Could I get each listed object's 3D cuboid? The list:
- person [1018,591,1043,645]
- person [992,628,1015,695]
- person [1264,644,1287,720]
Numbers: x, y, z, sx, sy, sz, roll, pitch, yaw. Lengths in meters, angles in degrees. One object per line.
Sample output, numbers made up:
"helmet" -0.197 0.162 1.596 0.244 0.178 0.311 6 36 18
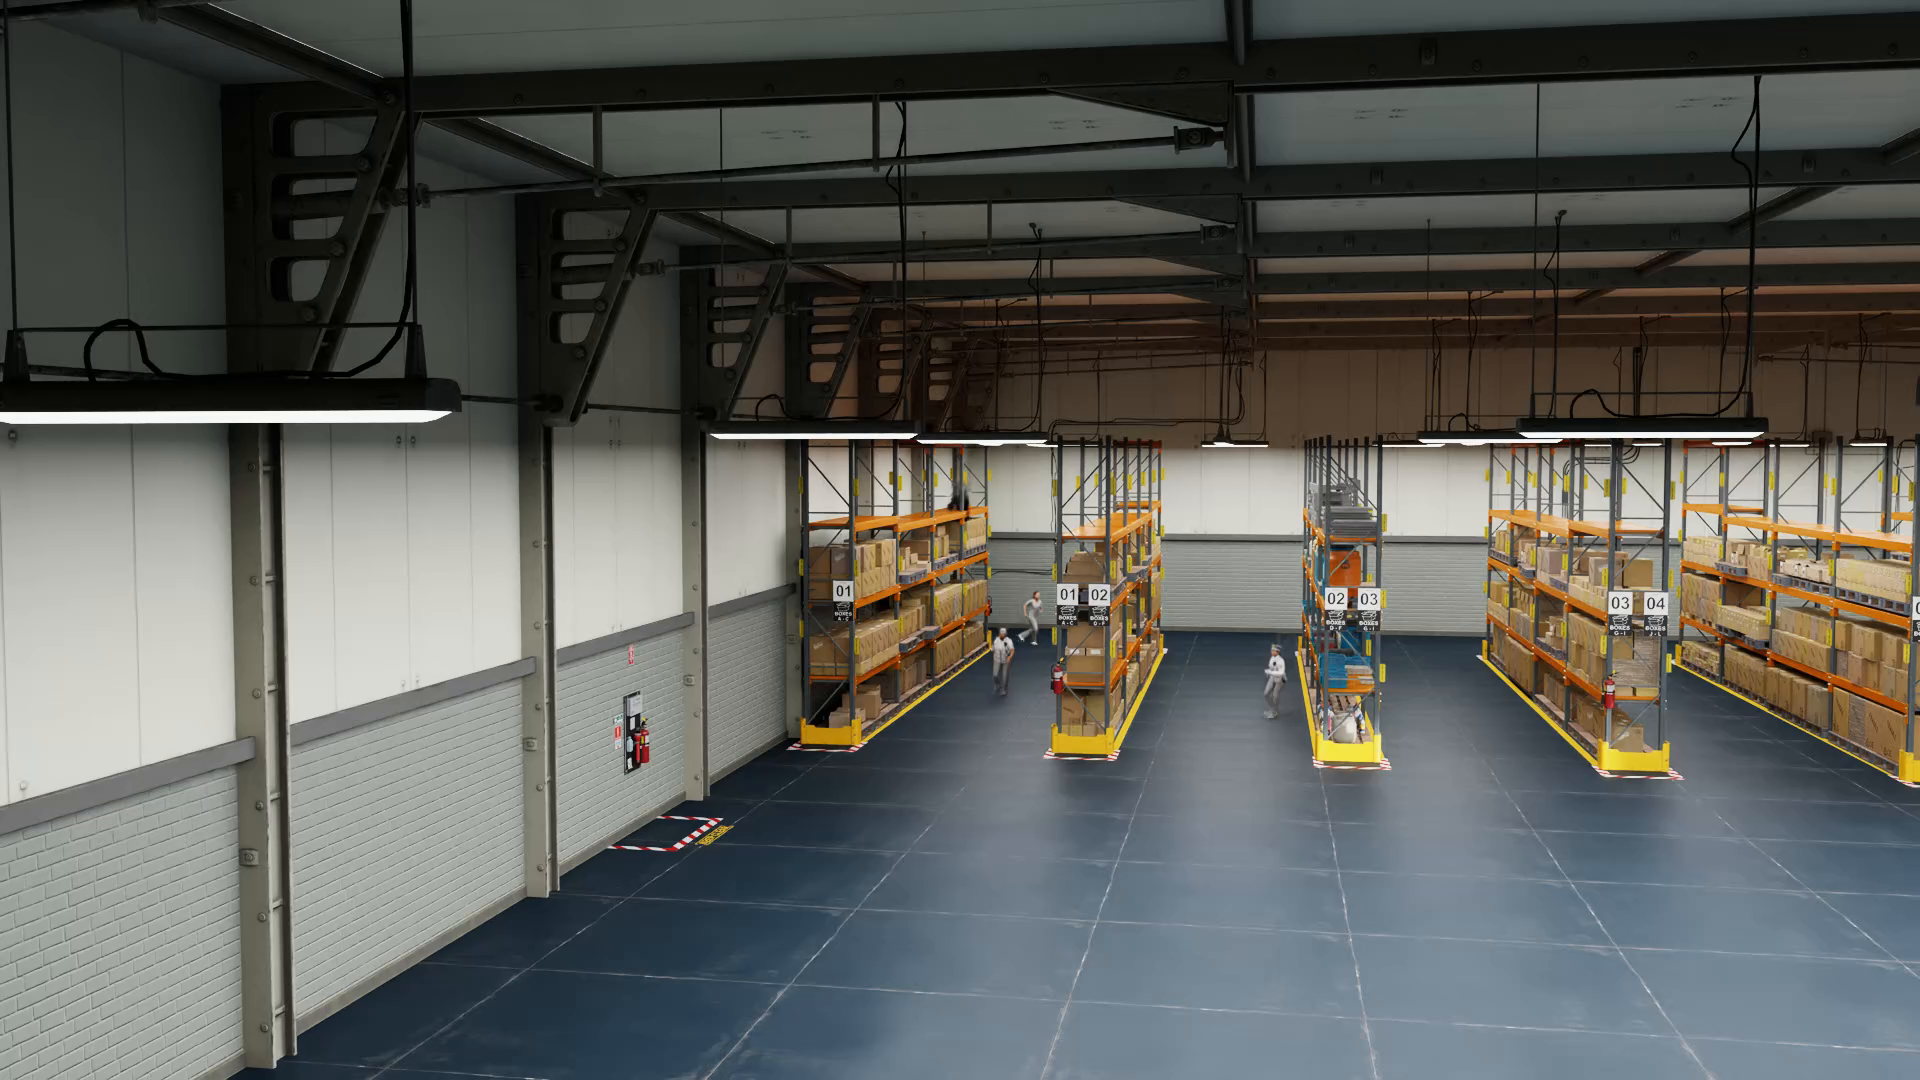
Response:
"person" 2.091 2.303 49.026 0.613 1.607 0.675 3 4 39
"person" 0.995 2.822 38.544 0.587 1.605 0.781 1 3 11
"person" 6.699 2.997 35.386 0.632 1.622 0.762 -2 4 -39
